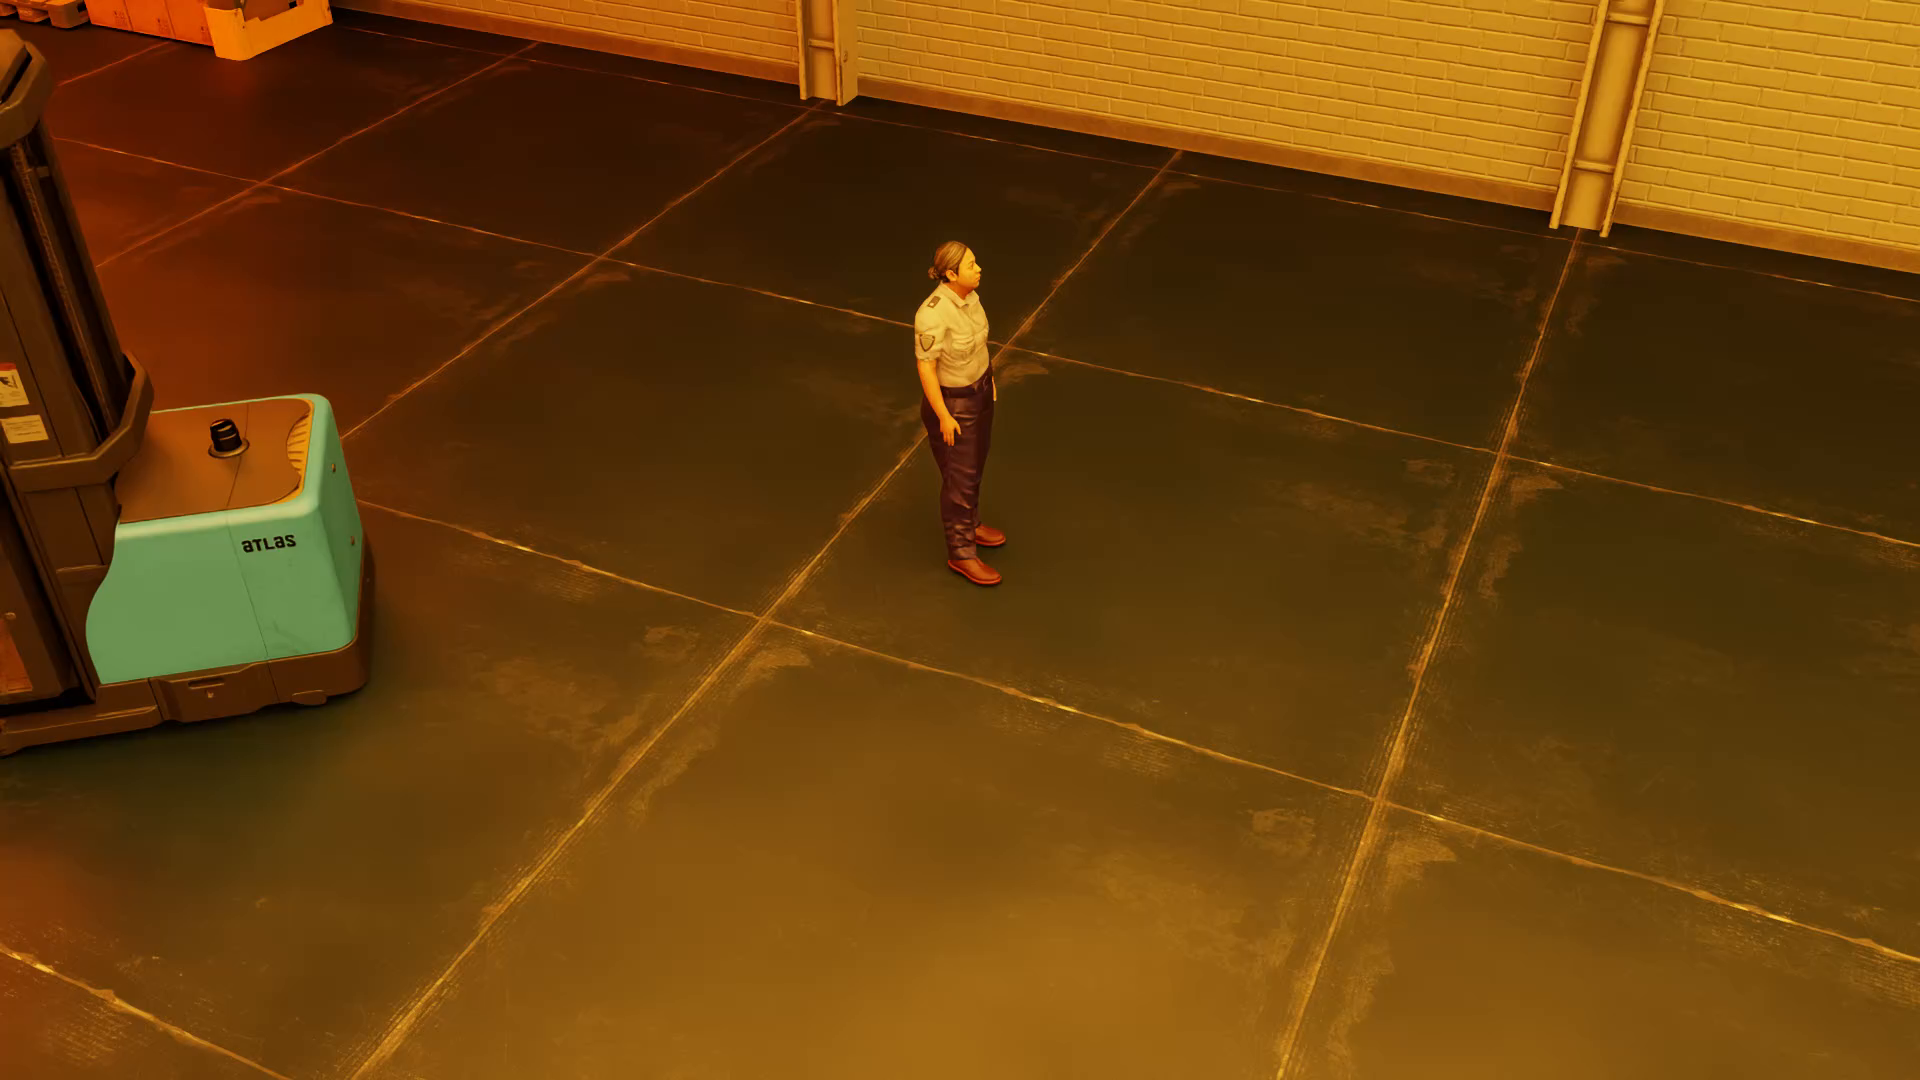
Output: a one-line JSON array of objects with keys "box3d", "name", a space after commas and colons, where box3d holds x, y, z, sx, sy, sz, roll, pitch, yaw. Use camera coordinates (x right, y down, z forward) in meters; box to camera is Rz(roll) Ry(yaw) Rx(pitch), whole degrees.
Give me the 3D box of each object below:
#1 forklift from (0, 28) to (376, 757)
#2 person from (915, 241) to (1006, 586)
[{"box3d": [-4.279, -0.538, 6.841, 3.031, 2.935, 1.130, -8, 36, -11], "name": "forklift"}, {"box3d": [0.072, -0.638, 8.083, 0.502, 1.641, 0.598, 15, 38, 20], "name": "person"}]
